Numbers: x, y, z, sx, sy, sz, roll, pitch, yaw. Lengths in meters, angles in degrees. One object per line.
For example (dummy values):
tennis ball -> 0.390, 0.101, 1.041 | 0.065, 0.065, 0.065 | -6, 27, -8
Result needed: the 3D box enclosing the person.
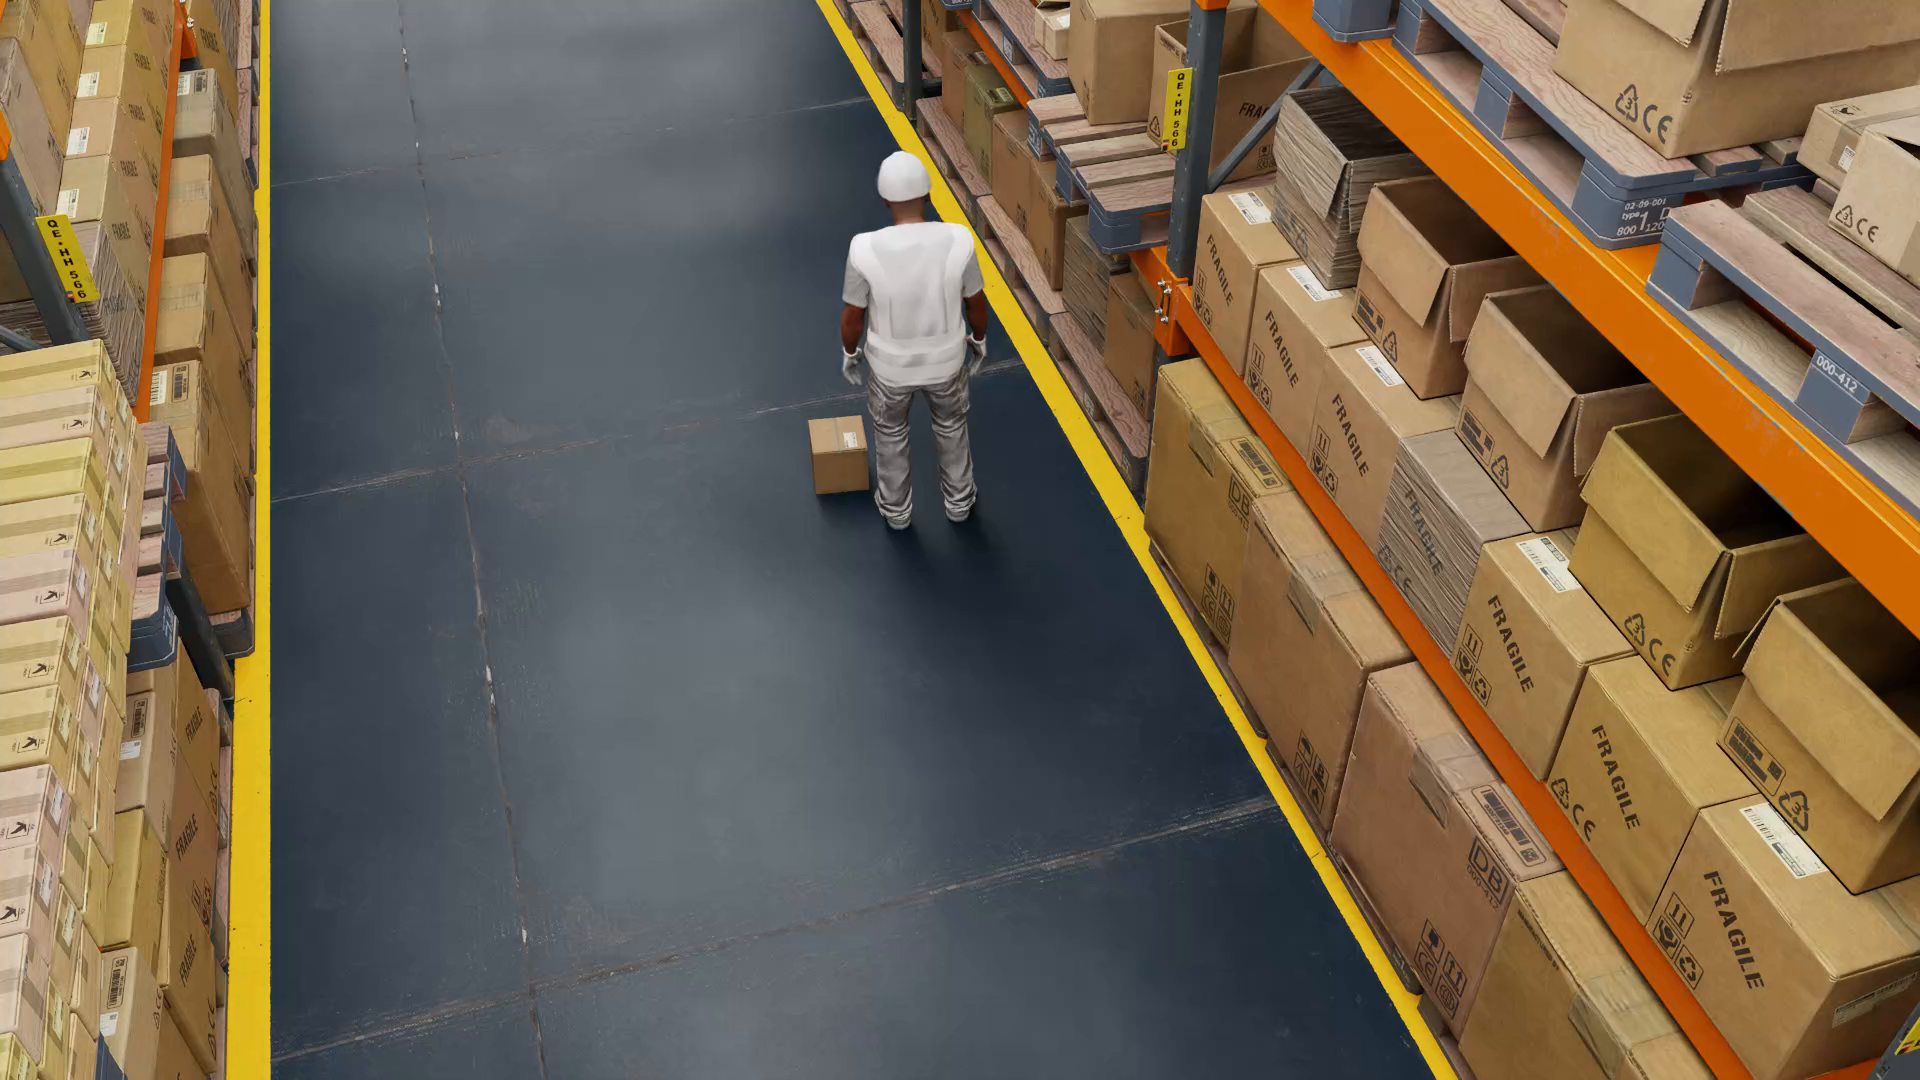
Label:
person -> -0.188, -0.800, 7.045 | 0.622, 1.774, 0.453 | -5, 42, -6
